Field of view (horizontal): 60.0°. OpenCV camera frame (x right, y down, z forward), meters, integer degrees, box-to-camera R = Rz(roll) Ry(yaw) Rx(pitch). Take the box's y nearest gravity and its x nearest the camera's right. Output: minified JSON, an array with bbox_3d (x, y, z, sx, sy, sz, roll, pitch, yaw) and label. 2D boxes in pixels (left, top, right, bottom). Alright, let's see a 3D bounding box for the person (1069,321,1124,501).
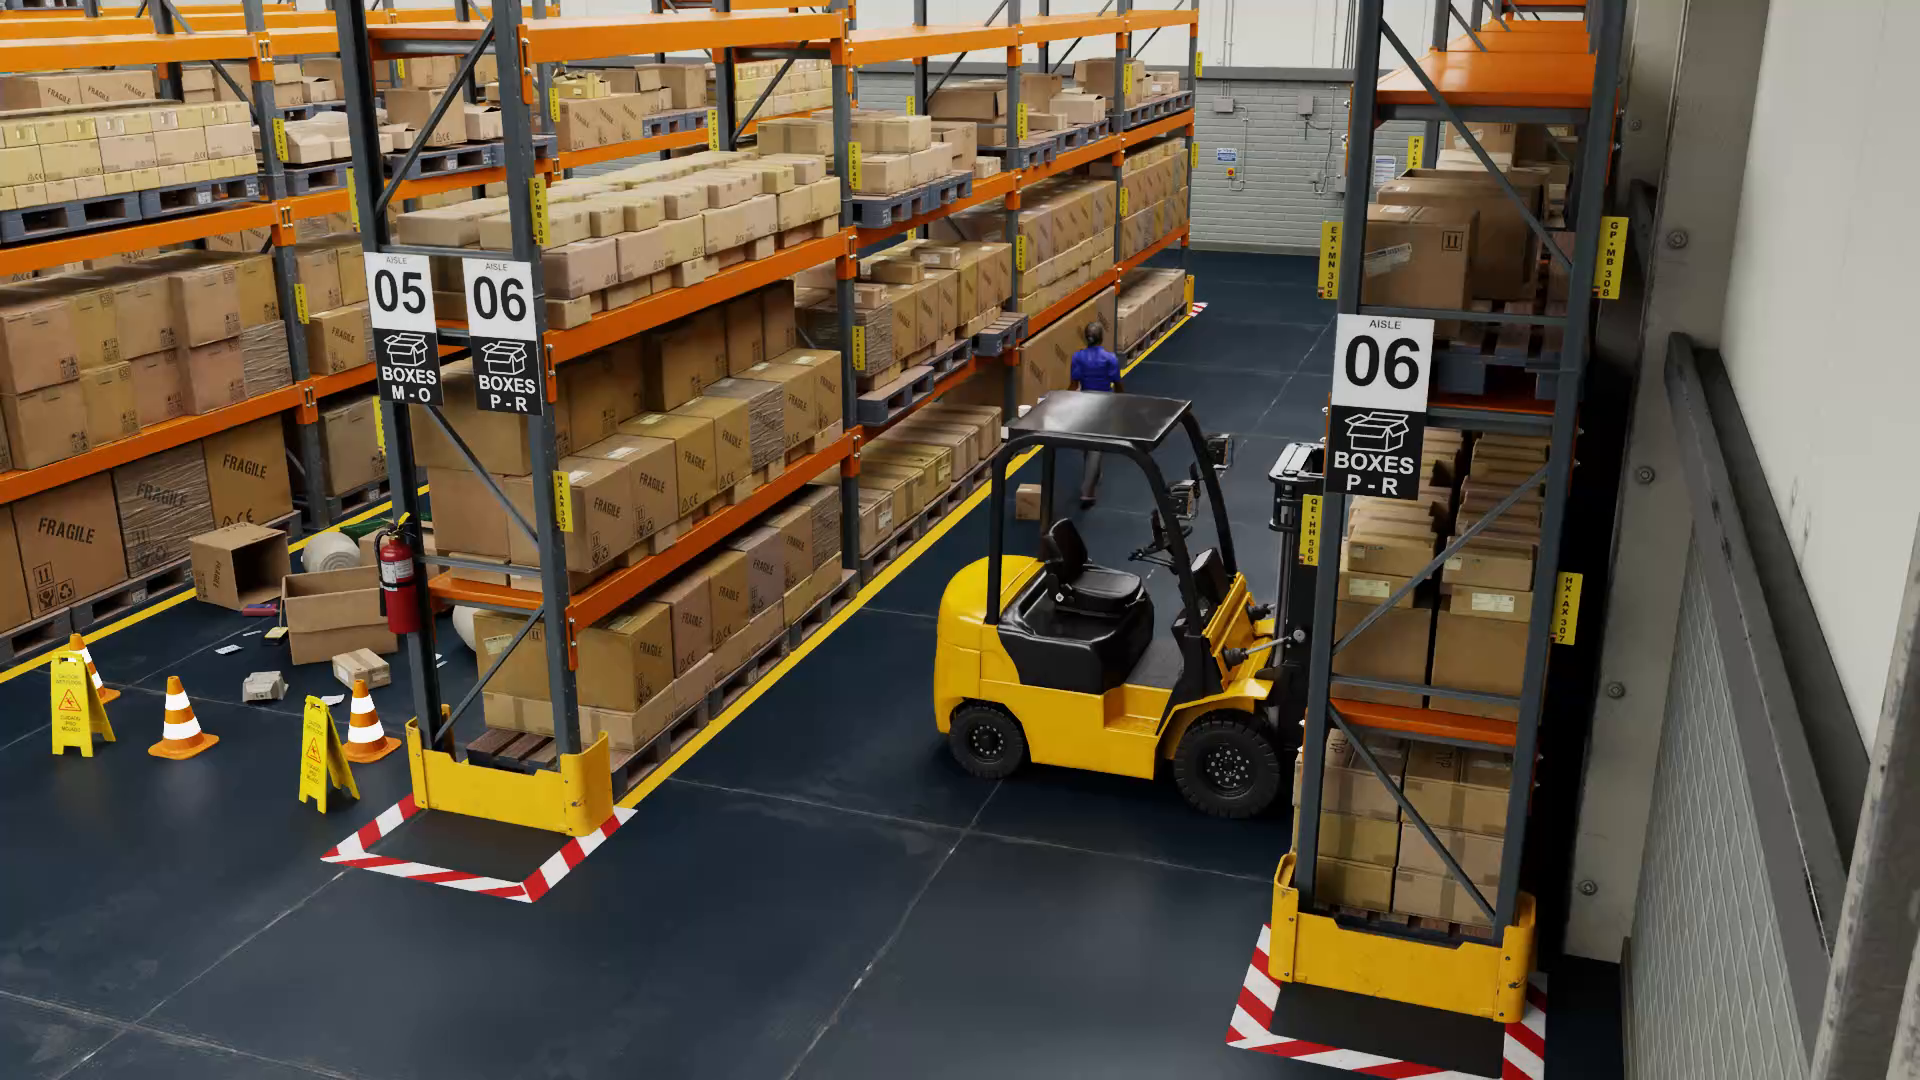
[{"bbox_3d":[1.251,-1.212,15.113,0.475,1.595,0.988,7,20,20],"label":"person"}]
